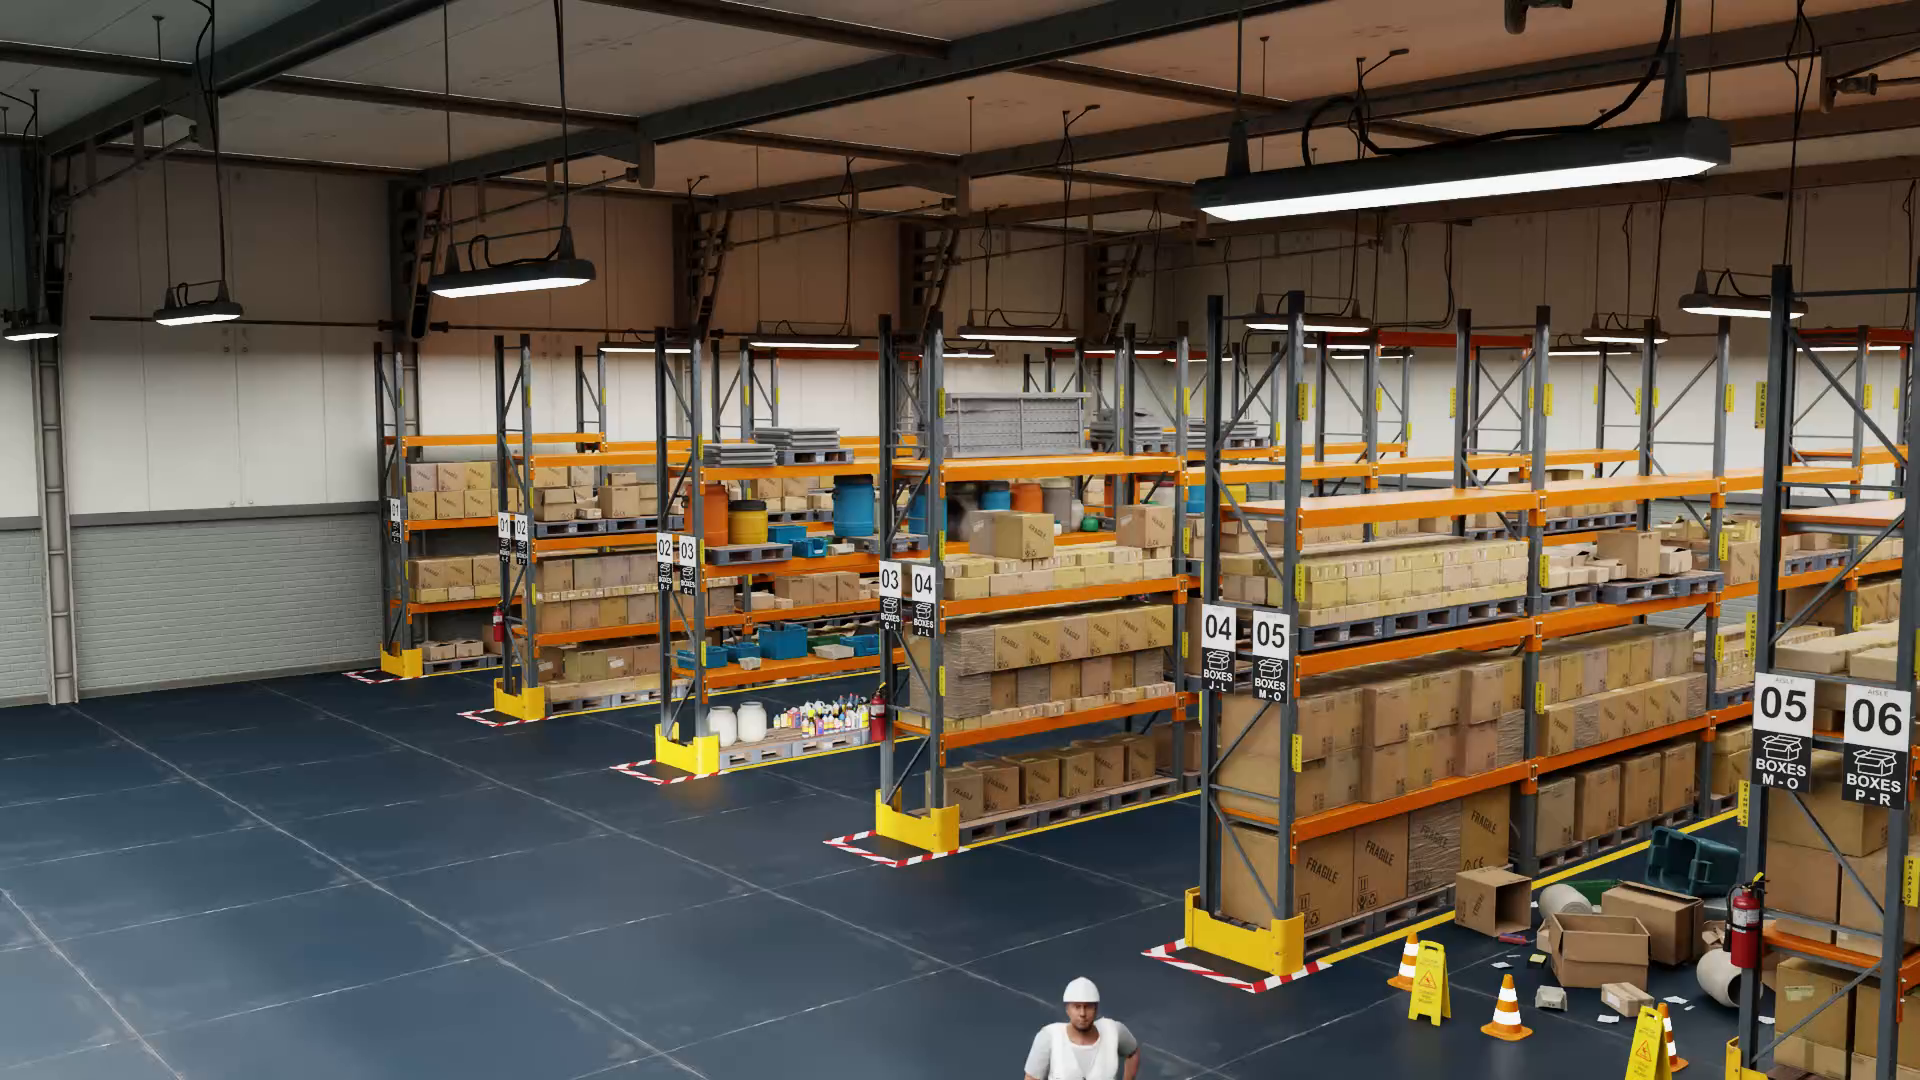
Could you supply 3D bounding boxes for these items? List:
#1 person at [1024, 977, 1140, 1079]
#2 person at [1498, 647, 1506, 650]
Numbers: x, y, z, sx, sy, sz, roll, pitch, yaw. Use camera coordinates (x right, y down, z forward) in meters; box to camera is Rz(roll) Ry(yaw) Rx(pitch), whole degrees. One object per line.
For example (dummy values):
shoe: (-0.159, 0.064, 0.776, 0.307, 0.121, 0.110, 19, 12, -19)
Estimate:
person: (0.694, 3.402, 9.516, 0.664, 1.835, 0.775, 1, 5, 5)
person: (7.105, 2.322, 21.728, 0.836, 1.869, 0.735, -5, 7, -45)
